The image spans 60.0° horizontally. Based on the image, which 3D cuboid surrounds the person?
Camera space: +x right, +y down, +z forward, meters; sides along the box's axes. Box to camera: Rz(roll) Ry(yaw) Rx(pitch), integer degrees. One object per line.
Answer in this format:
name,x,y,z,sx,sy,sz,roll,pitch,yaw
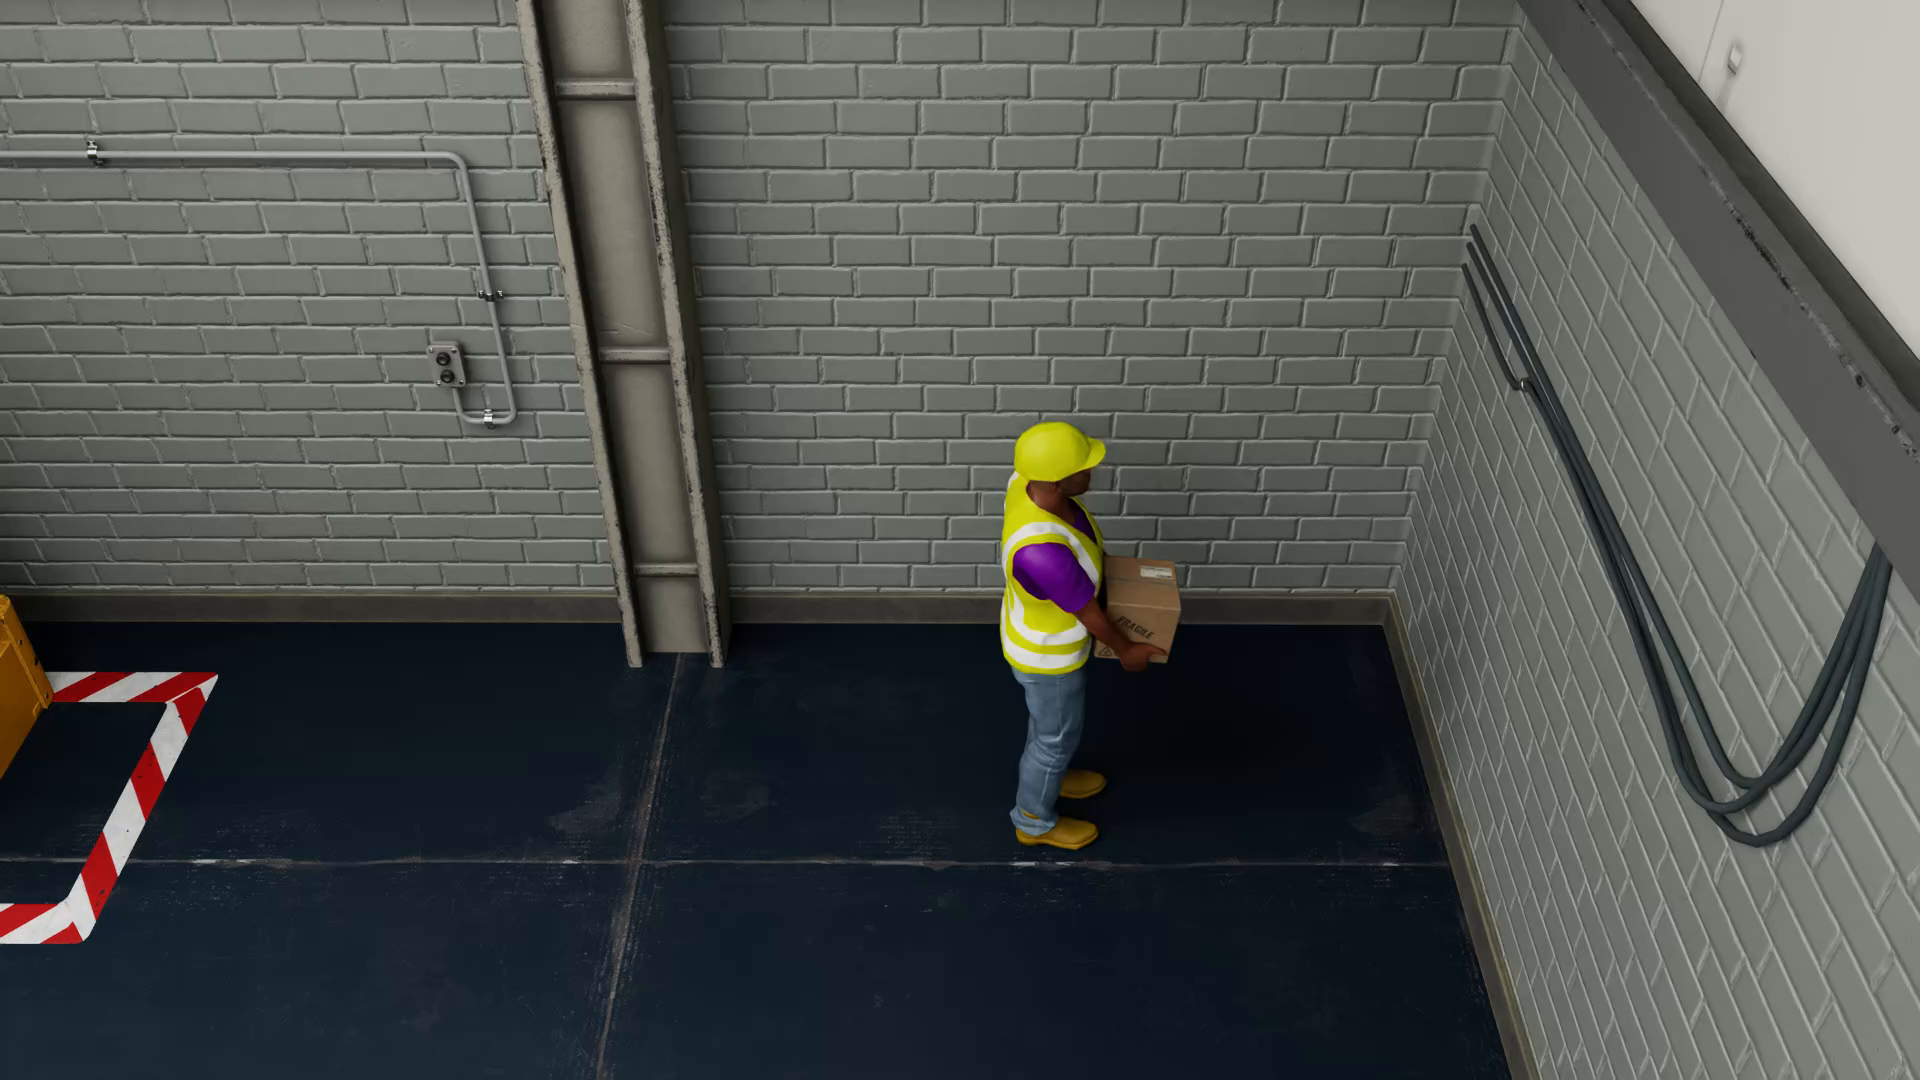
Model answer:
person,0.420,0.329,5.737,0.567,1.763,0.505,0,39,0
